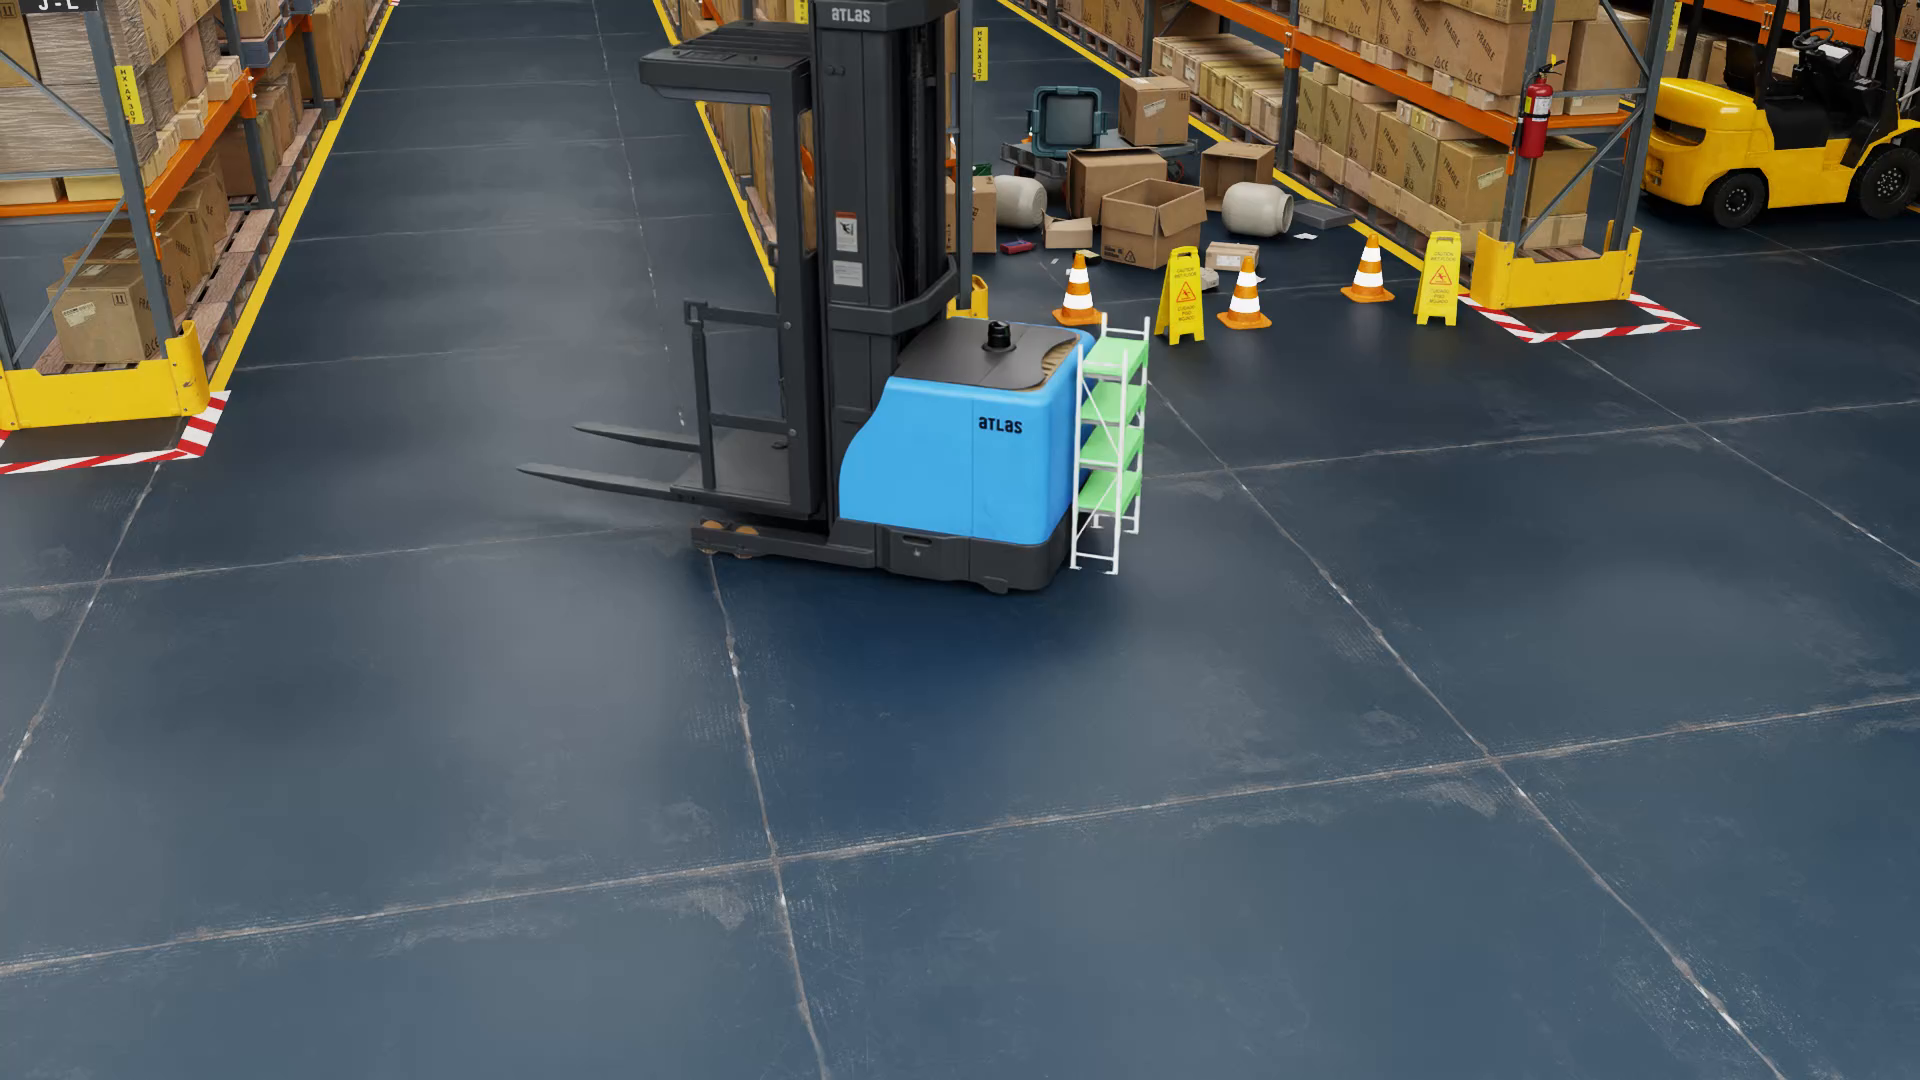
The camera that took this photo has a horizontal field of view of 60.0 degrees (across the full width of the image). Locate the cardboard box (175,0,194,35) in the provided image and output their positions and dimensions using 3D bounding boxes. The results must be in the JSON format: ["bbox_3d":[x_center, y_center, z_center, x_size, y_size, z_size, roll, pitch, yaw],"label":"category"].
[{"bbox_3d":[-5.470,-3.649,11.101,0.500,0.500,0.500,-6,27,-12],"label":"cardboard box"}]

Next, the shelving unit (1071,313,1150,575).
[{"bbox_3d":[0.755,-0.483,8.375,0.258,1.200,0.503,8,28,16],"label":"shelving unit"}]

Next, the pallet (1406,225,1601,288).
[{"bbox_3d":[4.216,-2.253,12.980,1.003,0.211,1.213,-6,27,-12],"label":"pallet"}]

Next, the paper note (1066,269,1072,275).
[{"bbox_3d":[0.892,-2.074,12.826,0.144,0.017,0.142,3,27,6],"label":"paper note"}]

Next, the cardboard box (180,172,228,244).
[{"bbox_3d":[-5.987,-2.495,12.673,0.500,0.500,0.500,2,27,5],"label":"cardboard box"}]

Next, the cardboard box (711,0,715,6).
[{"bbox_3d":[-2.152,-5.445,16.098,0.500,0.500,0.500,-6,27,-12],"label":"cardboard box"}]

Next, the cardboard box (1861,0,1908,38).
[{"bbox_3d":[8.410,-4.740,14.701,0.500,0.500,0.500,-6,27,-12],"label":"cardboard box"}]

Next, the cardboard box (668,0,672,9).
[{"bbox_3d":[-3.776,-7.332,22.645,0.380,0.149,0.250,-6,27,-12],"label":"cardboard box"}]

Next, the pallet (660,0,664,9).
[{"bbox_3d":[-3.858,-7.943,24.252,1.003,0.211,1.213,-6,27,-12],"label":"pallet"}]

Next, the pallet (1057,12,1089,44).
[{"bbox_3d":[1.925,-6.796,21.981,1.003,0.211,1.213,-6,27,-12],"label":"pallet"}]

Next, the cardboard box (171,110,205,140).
[{"bbox_3d":[-5.348,-2.804,11.254,0.380,0.149,0.250,-6,27,-12],"label":"cardboard box"}]

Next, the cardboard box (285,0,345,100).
[{"bbox_3d":[-7.211,-5.154,17.524,1.225,0.875,0.875,-7,28,-14],"label":"cardboard box"}]

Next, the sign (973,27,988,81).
[{"bbox_3d":[0.124,-3.033,10.381,0.100,0.325,0.005,-6,27,-12],"label":"sign"}]

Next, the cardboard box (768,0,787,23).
[{"bbox_3d":[-0.918,-3.984,11.950,0.875,0.550,0.500,-6,27,-12],"label":"cardboard box"}]

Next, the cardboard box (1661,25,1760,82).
[{"bbox_3d":[8.020,-5.063,17.621,0.875,0.625,0.625,-6,27,-12],"label":"cardboard box"}]

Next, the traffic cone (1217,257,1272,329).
[{"bbox_3d":[2.024,-1.768,11.738,0.336,0.463,0.334,-6,27,-12],"label":"traffic cone"}]

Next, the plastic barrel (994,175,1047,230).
[{"bbox_3d":[0.431,-2.821,13.869,0.512,0.421,0.421,13,30,24],"label":"plastic barrel"}]

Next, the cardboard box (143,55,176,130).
[{"bbox_3d":[-5.670,-2.951,10.826,0.875,0.500,0.500,-6,27,-12],"label":"cardboard box"}]

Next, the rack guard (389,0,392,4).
[{"bbox_3d":[-8.884,-8.017,24.078,1.175,0.500,0.348,-6,27,-12],"label":"rack guard"}]

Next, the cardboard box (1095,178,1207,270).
[{"bbox_3d":[1.520,-2.504,13.152,0.637,0.503,0.797,19,32,32],"label":"cardboard box"}]

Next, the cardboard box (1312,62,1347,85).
[{"bbox_3d":[3.320,-4.097,14.572,0.380,0.149,0.250,-6,27,-11],"label":"cardboard box"}]

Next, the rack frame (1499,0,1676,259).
[{"bbox_3d":[4.382,-3.104,11.571,1.000,3.000,0.127,-6,27,-12],"label":"rack frame"}]

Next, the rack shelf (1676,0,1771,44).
[{"bbox_3d":[7.865,-5.923,17.954,1.077,0.370,4.000,-6,27,-12],"label":"rack shelf"}]

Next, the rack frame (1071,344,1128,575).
[{"bbox_3d":[0.680,-0.378,8.167,0.240,1.200,0.015,8,28,16],"label":"rack frame"}]

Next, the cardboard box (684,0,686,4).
[{"bbox_3d":[-3.091,-6.647,20.066,0.500,0.250,0.500,-5,27,-10],"label":"cardboard box"}]

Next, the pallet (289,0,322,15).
[{"bbox_3d":[-6.811,-5.222,15.981,1.213,0.211,1.003,-6,27,-12],"label":"pallet"}]

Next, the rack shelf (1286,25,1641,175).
[{"bbox_3d":[3.931,-3.661,13.473,1.077,0.370,4.000,-6,27,-12],"label":"rack shelf"}]

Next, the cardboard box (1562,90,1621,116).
[{"bbox_3d":[4.507,-3.162,11.965,0.380,0.149,0.250,-6,27,-11],"label":"cardboard box"}]

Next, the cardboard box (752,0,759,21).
[{"bbox_3d":[-1.224,-4.220,13.614,0.875,0.550,0.550,-6,27,-12],"label":"cardboard box"}]

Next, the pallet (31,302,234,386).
[{"bbox_3d":[-5.439,-1.247,10.986,1.003,0.211,1.213,-6,27,-12],"label":"pallet"}]

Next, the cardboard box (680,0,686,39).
[{"bbox_3d":[-3.214,-6.546,20.697,0.500,0.500,0.500,-5,27,-10],"label":"cardboard box"}]

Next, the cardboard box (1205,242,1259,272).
[{"bbox_3d":[2.119,-2.202,12.947,0.380,0.149,0.250,8,28,15],"label":"cardboard box"}]

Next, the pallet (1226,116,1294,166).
[{"bbox_3d":[3.304,-3.957,16.356,1.003,0.211,1.213,-6,27,-12],"label":"pallet"}]

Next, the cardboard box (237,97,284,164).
[{"bbox_3d":[-6.507,-3.663,14.964,0.700,0.500,0.500,-8,28,-16],"label":"cardboard box"}]

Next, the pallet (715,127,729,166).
[{"bbox_3d":[-1.845,-3.936,16.314,1.003,0.211,1.213,-6,27,-12],"label":"pallet"}]

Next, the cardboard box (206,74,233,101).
[{"bbox_3d":[-5.630,-3.352,12.342,0.380,0.149,0.250,-6,27,-12],"label":"cardboard box"}]

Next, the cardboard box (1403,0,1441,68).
[{"bbox_3d":[3.774,-3.932,12.771,0.500,0.500,0.500,-6,27,-12],"label":"cardboard box"}]

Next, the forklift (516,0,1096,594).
[{"bbox_3d":[-0.868,-1.425,8.319,3.031,2.935,1.130,8,28,16],"label":"forklift"}]

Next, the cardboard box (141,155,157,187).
[{"bbox_3d":[-5.143,-2.247,10.151,0.380,0.149,0.250,-6,27,-12],"label":"cardboard box"}]

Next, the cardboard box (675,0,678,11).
[{"bbox_3d":[-3.503,-6.979,21.616,0.380,0.149,0.250,-5,27,-11],"label":"cardboard box"}]

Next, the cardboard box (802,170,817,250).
[{"bbox_3d":[-0.635,-2.087,11.448,0.875,0.875,0.875,-6,27,-11],"label":"cardboard box"}]

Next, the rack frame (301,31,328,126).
[{"bbox_3d":[-7.076,-5.610,16.536,1.000,3.000,0.127,-6,27,-12],"label":"rack frame"}]

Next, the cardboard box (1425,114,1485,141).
[{"bbox_3d":[3.799,-3.168,12.731,0.380,0.149,0.250,-5,27,-10],"label":"cardboard box"}]

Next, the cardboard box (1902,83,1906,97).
[{"bbox_3d":[8.459,-3.854,14.533,0.500,0.250,0.500,-7,28,-13],"label":"cardboard box"}]

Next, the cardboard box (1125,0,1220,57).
[{"bbox_3d":[2.504,-6.167,19.531,0.875,0.875,0.875,-6,27,-12],"label":"cardboard box"}]

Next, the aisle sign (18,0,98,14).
[{"bbox_3d":[-4.967,-3.262,8.998,0.394,0.787,0.004,-6,27,-12],"label":"aisle sign"}]

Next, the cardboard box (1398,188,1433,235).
[{"bbox_3d":[3.829,-2.620,13.197,0.500,0.250,0.500,-6,27,-11],"label":"cardboard box"}]

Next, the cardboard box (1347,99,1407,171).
[{"bbox_3d":[3.598,-3.407,13.924,0.500,0.500,0.500,-5,27,-9],"label":"cardboard box"}]

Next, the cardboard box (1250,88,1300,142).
[{"bbox_3d":[3.360,-4.105,16.004,0.950,0.372,0.625,-6,27,-11],"label":"cardboard box"}]

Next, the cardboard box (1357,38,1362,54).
[{"bbox_3d":[3.549,-4.132,13.887,0.380,0.149,0.250,-6,27,-12],"label":"cardboard box"}]

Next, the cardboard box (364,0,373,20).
[{"bbox_3d":[-8.251,-7.298,21.772,0.875,0.875,0.875,-6,27,-12],"label":"cardboard box"}]

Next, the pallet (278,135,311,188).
[{"bbox_3d":[-6.630,-3.487,15.425,1.003,0.211,1.213,-6,27,-12],"label":"pallet"}]
